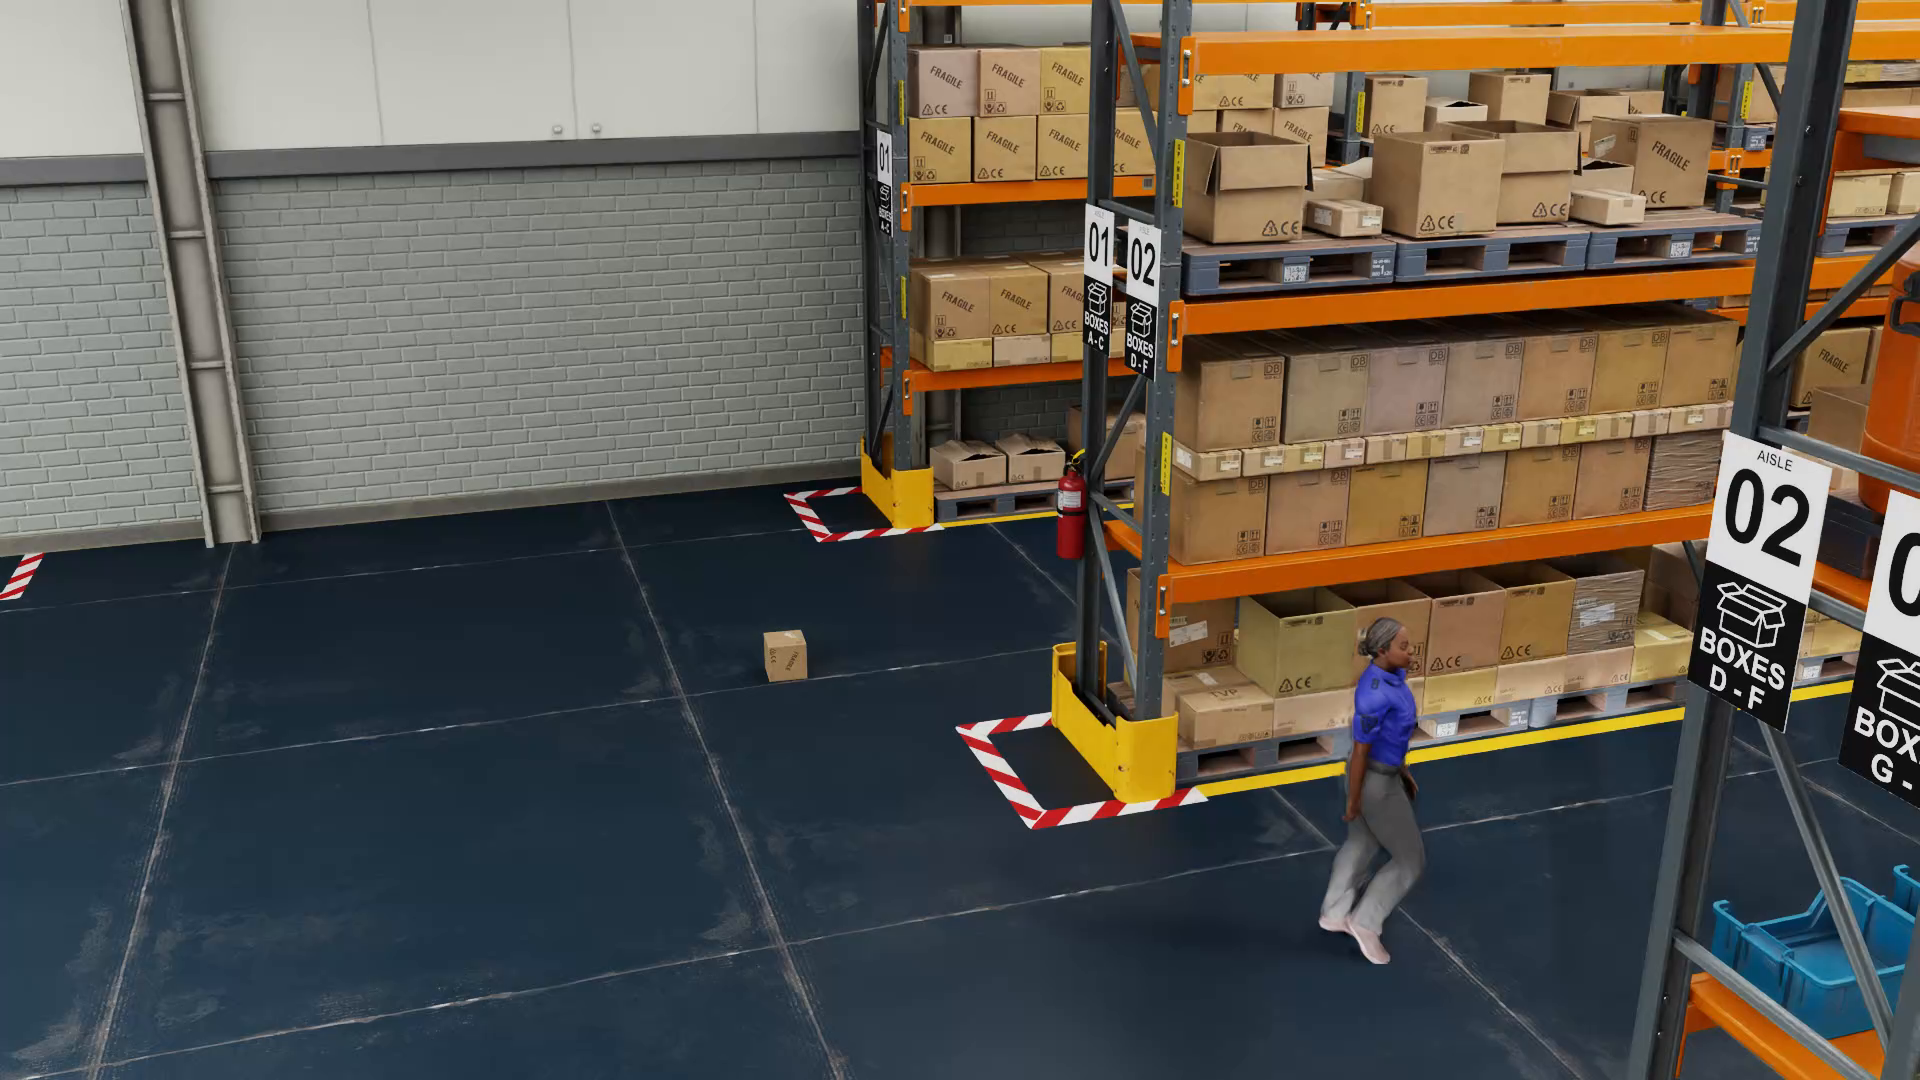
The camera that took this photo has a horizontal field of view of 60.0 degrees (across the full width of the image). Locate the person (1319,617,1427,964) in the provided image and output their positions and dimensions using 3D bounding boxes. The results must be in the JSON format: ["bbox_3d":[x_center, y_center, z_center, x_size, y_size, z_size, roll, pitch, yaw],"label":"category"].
[{"bbox_3d":[1.973,1.162,7.771,0.476,1.696,0.432,6,20,17],"label":"person"}]
